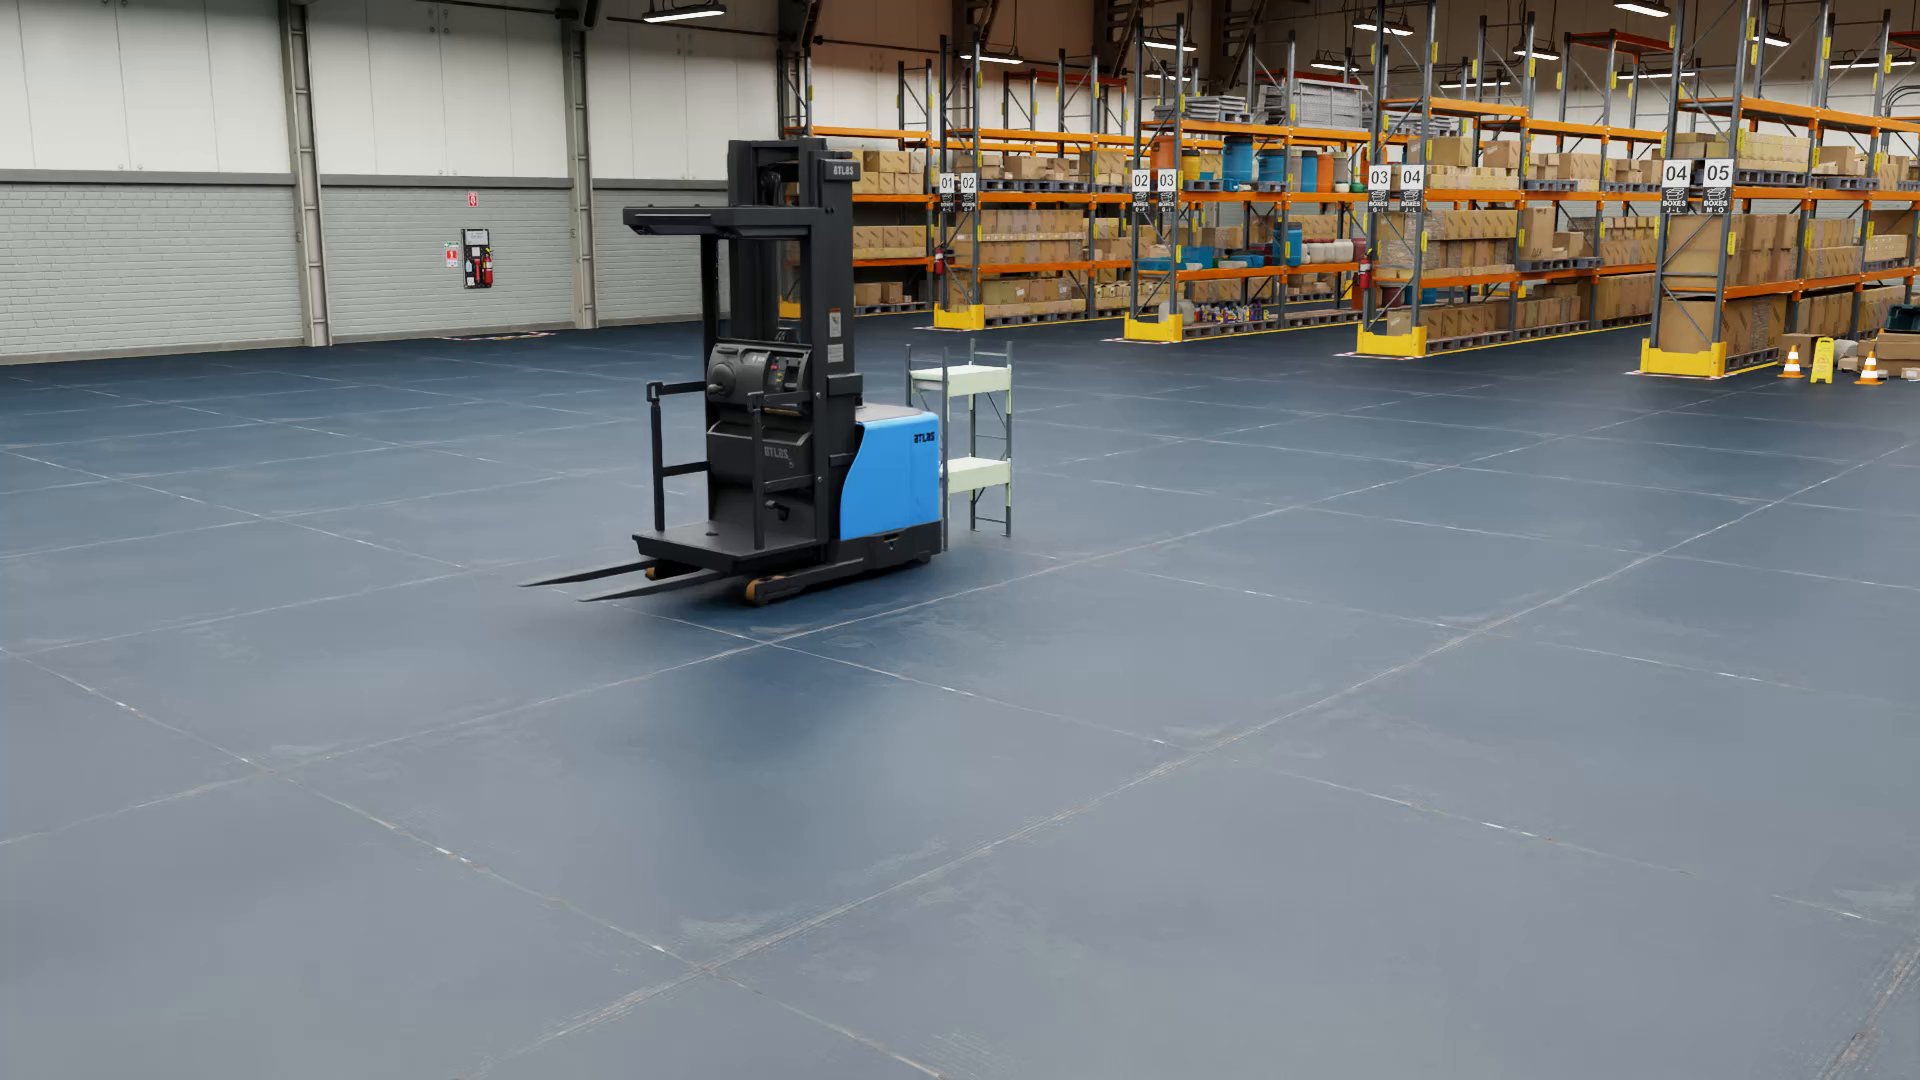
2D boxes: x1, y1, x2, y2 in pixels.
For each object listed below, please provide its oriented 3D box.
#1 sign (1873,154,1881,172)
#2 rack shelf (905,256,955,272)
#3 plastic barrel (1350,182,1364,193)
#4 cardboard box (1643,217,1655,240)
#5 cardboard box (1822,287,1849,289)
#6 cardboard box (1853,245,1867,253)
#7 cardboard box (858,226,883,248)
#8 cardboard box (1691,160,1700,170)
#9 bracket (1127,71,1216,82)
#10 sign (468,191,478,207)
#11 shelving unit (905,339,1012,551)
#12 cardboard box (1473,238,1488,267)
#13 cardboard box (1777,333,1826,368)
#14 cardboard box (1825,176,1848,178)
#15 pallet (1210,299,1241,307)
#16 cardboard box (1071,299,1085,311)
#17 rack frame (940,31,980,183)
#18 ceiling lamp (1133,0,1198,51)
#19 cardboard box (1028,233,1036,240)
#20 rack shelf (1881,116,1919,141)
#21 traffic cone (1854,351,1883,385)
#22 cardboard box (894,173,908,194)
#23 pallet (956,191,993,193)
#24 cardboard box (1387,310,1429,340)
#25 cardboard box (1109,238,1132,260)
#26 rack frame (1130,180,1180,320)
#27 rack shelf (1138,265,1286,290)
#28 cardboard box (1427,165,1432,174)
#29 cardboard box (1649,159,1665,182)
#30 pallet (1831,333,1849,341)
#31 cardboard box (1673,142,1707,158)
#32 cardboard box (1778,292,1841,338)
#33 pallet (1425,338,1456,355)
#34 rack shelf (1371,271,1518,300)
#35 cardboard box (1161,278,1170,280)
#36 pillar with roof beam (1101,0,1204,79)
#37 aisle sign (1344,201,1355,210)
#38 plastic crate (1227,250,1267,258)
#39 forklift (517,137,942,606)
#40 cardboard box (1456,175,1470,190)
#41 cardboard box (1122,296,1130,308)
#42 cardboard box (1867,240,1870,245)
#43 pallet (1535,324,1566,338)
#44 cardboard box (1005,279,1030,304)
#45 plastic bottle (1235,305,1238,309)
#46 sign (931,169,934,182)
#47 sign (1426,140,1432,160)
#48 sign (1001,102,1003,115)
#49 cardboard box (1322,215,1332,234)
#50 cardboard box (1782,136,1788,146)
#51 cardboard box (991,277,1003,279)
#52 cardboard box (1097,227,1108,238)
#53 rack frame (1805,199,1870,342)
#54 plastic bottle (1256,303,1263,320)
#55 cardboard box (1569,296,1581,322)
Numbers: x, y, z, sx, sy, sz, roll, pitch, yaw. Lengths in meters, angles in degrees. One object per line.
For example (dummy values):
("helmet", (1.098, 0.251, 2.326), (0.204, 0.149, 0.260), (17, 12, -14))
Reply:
("sign", (16.781, -6.901, 30.423), (0.100, 0.325, 0.005), (10, 15, 40))
("rack shelf", (0.228, -7.141, 42.642), (1.077, 0.370, 4.000), (10, 15, 40))
("plastic barrel", (8.866, -7.859, 37.138), (0.294, 0.245, 0.294), (0, 11, 0))
("cardboard box", (14.936, -6.901, 36.788), (0.797, 0.503, 0.637), (9, 15, 39))
("cardboard box", (16.949, -4.769, 32.323), (0.500, 0.250, 0.500), (10, 15, 41))
("cardboard box", (16.840, -5.484, 31.321), (0.380, 0.149, 0.250), (11, 15, 43))
("cardboard box", (-2.180, -7.170, 39.370), (0.500, 0.500, 0.500), (10, 15, 42))
("cardboard box", (11.054, -5.729, 25.392), (0.380, 0.149, 0.250), (10, 15, 40))
("bracket", (6.242, -13.693, 49.101), (0.076, 0.066, 4.783), (10, 15, 40))
("sign", (-9.621, -6.733, 32.844), (0.001, 0.298, 0.199), (10, 15, 40))
("shelving unit", (-0.004, -0.734, 12.559), (0.431, 1.500, 0.755), (10, 15, 40))
("cardboard box", (9.116, -5.259, 30.370), (0.875, 0.500, 0.500), (10, 15, 40))
("cardboard box", (13.476, -3.036, 26.631), (0.500, 0.500, 0.500), (-9, 14, -38))
("cardboard box", (16.556, -6.847, 31.422), (0.500, 0.500, 0.500), (10, 15, 40))
("pallet", (6.599, -6.064, 42.534), (1.003, 0.211, 1.213), (10, 15, 40))
("cardboard box", (2.489, -5.321, 37.640), (0.500, 0.250, 0.500), (10, 15, 40))
("rack frame", (-0.009, -8.913, 34.360), (1.000, 3.000, 0.127), (10, 15, 40))
("ceiling lamp", (4.570, -11.994, 34.884), (0.800, 3.185, 2.000), (10, 15, 40))
("cardboard box", (1.427, -6.594, 36.156), (0.380, 0.149, 0.250), (10, 15, 41))
("rack shelf", (20.330, -8.681, 35.043), (1.077, 0.370, 4.000), (10, 15, 40))
("traffic cone", (13.131, -2.488, 23.986), (0.336, 0.463, 0.334), (10, 15, 40))
("cardboard box", (-1.583, -8.550, 39.897), (0.500, 0.500, 0.500), (8, 14, 36))
("pallet", (0.078, -8.808, 41.975), (1.213, 0.211, 1.003), (10, 15, 40))
("cardboard box", (7.855, -3.760, 29.185), (0.500, 0.500, 0.500), (-9, 14, -37))
("cardboard box", (3.829, -6.871, 39.197), (0.500, 0.500, 0.500), (10, 15, 40))
("rack frame", (3.709, -5.330, 31.739), (1.000, 3.000, 0.127), (10, 15, 40))
("rack shelf", (5.030, -5.272, 33.283), (1.077, 0.370, 4.000), (10, 15, 40))
("cardboard box", (7.785, -6.293, 28.268), (0.380, 0.149, 0.250), (10, 15, 40))
("cardboard box", (15.823, -8.353, 37.633), (0.700, 0.500, 0.500), (9, 14, 37))
("pallet", (15.793, -3.737, 30.882), (1.003, 0.211, 1.213), (10, 15, 40))
("cardboard box", (11.202, -5.940, 25.430), (0.500, 0.250, 0.500), (10, 15, 41))
("cardboard box", (15.326, -4.106, 30.283), (1.050, 0.750, 0.750), (10, 15, 41))
("pallet", (8.043, -3.448, 29.437), (1.003, 0.211, 1.213), (10, 15, 40))
("rack shelf", (8.750, -4.631, 30.076), (1.077, 0.370, 4.000), (10, 15, 40))
("cardboard box", (5.781, -7.681, 48.822), (0.700, 0.500, 0.500), (9, 14, 39))
("pillar with roof beam", (7.378, -13.900, 43.980), (8.718, 2.987, 0.548), (10, 15, 40))
("aisle sign", (10.828, -9.570, 46.331), (0.394, 0.787, 0.004), (10, 15, 40))
("plastic crate", (5.909, -5.828, 34.388), (0.767, 0.338, 0.504), (10, 15, 40))
("forklift", (-1.476, -1.127, 10.872), (1.130, 2.935, 3.031), (10, 15, 40))
("cardboard box", (8.608, -6.274, 29.187), (0.500, 0.250, 0.500), (10, 15, 40))
("cardboard box", (3.762, -5.596, 39.018), (0.500, 0.250, 0.500), (9, 15, 39))
("cardboard box", (16.996, -5.668, 31.480), (0.380, 0.149, 0.250), (9, 15, 39))
("pallet", (11.388, -4.206, 33.230), (1.003, 0.211, 1.213), (10, 15, 40))
("cardboard box", (1.161, -5.395, 36.100), (0.500, 0.500, 0.500), (10, 15, 40))
("plastic bottle", (5.810, -4.806, 34.958), (0.097, 0.271, 0.097), (0, 11, 0))
("sign", (-0.679, -8.855, 40.408), (0.100, 0.325, 0.005), (10, 15, 40))
("sign", (7.838, -6.519, 27.802), (0.100, 0.325, 0.005), (10, 15, 40))
("sign", (1.129, -11.337, 43.707), (0.100, 0.325, 0.005), (10, 15, 40))
("cardboard box", (9.794, -8.612, 45.363), (0.500, 0.500, 0.500), (10, 15, 42))
("cardboard box", (12.894, -6.335, 26.391), (0.380, 0.149, 0.250), (10, 15, 40))
("cardboard box", (0.685, -6.604, 43.378), (0.700, 0.500, 0.500), (10, 15, 40))
("cardboard box", (3.744, -8.404, 46.065), (0.500, 0.500, 0.500), (10, 15, 41))
("rack frame", (16.370, -5.211, 31.140), (1.000, 3.000, 0.127), (10, 15, 40))
("plastic bottle", (6.141, -4.703, 34.241), (0.144, 0.351, 0.185), (9, 15, 39))
("cardboard box", (12.283, -4.755, 34.121), (0.700, 0.500, 0.500), (9, 14, 37))
